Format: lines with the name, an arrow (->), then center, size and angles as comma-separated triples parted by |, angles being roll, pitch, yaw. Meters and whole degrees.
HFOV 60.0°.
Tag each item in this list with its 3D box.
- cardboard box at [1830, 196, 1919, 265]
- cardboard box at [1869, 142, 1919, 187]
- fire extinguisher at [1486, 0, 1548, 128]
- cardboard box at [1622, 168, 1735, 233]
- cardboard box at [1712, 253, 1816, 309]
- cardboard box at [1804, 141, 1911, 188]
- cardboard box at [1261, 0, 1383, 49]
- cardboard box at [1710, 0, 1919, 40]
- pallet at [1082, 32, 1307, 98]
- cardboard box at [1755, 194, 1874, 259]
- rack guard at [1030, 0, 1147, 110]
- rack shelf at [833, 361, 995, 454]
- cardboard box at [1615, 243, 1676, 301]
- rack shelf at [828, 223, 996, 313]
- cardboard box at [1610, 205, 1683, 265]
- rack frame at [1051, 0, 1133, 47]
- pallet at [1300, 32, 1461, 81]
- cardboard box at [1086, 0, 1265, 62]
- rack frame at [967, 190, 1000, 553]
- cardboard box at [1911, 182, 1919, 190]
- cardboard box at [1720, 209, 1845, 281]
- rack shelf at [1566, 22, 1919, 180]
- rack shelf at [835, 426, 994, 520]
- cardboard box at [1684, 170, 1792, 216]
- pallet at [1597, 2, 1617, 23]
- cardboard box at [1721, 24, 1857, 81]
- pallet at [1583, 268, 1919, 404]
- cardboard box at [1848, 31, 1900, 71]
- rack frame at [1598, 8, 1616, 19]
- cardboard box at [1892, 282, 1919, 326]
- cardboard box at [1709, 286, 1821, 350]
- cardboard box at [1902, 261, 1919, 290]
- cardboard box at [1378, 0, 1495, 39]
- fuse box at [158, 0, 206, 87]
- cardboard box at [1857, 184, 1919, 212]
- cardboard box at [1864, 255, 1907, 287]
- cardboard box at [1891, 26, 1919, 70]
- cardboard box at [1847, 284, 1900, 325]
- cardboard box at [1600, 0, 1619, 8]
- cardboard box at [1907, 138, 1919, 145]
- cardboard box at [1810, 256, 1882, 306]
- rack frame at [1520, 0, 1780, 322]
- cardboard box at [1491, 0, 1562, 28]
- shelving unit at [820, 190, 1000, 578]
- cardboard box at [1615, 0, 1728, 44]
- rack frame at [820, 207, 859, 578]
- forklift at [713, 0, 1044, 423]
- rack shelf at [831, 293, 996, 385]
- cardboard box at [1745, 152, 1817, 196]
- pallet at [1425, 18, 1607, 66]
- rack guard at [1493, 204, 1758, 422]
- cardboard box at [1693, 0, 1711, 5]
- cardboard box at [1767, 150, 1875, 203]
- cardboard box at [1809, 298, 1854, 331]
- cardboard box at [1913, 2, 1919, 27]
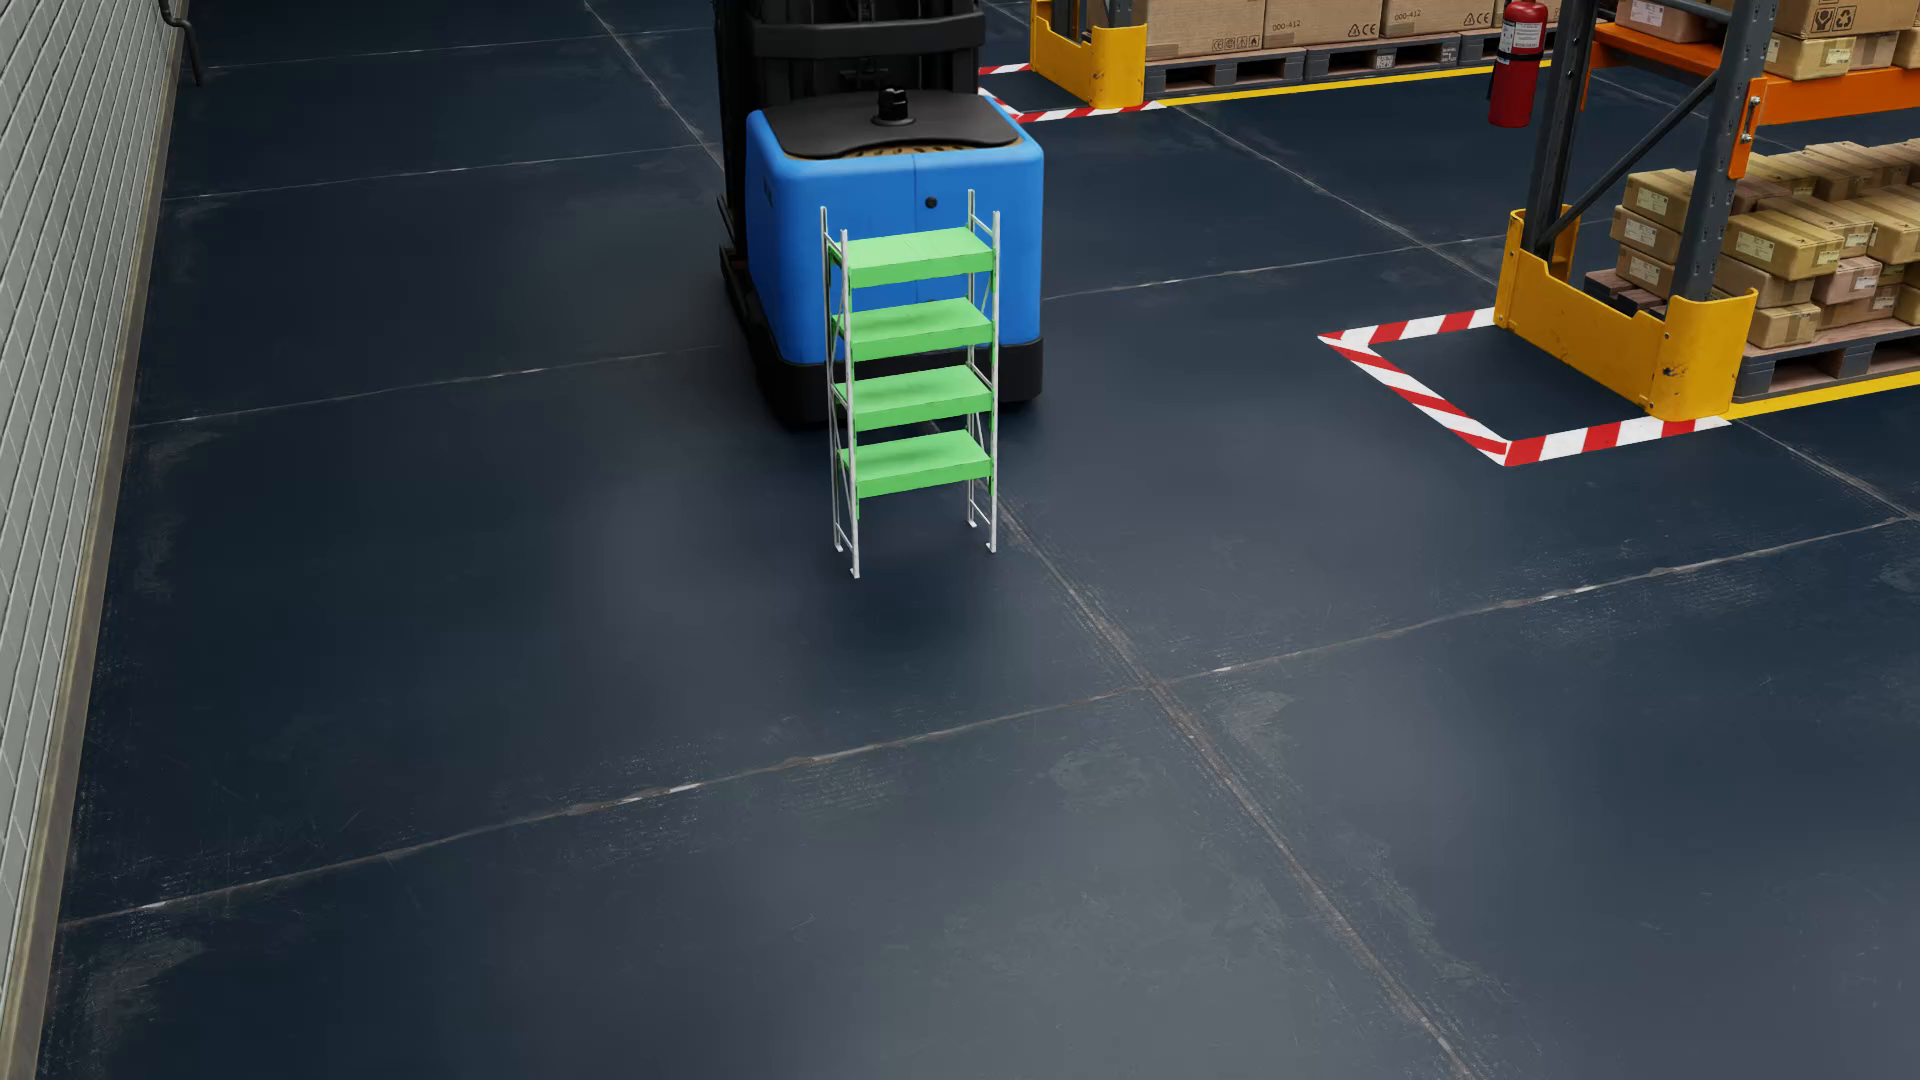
cardboard box -> 3.775, -1.268, 6.801 | 0.250, 0.149, 0.380 | -11, 31, -18
cardboard box -> 4.313, -1.659, 7.487 | 0.250, 0.149, 0.380 | -11, 32, -19
fire extinguisher -> 2.272, -2.021, 6.722 | 0.183, 0.674, 0.296 | -10, 31, -18
cardboard box -> 3.076, -1.457, 7.132 | 0.250, 0.149, 0.380 | -10, 31, -17
cardboard box -> 3.249, -1.090, 6.789 | 0.250, 0.149, 0.380 | -9, 31, -16
cardboard box -> 4.027, -1.665, 7.497 | 0.250, 0.149, 0.380 | -9, 31, -16
cardboard box -> 2.286, -3.716, 11.407 | 0.875, 0.438, 0.875 | -10, 31, -16
cardboard box -> 3.186, -2.168, 6.124 | 0.500, 0.500, 0.500 | -9, 31, -15
pallet -> 1.570, -3.288, 11.308 | 1.213, 0.211, 1.003 | -10, 31, -18
cardboard box -> 3.495, -1.284, 6.829 | 0.250, 0.149, 0.380 | -10, 31, -17
rack guard -> 0.825, -3.235, 10.923 | 0.348, 0.500, 1.175 | -10, 31, -18
rack shelf -> -0.155, -0.437, 5.434 | 0.480, 0.148, 0.258 | -10, 31, -18
cardboard box -> 3.089, -1.177, 7.242 | 0.250, 0.149, 0.380 | -10, 31, -17
rack shelf -> -0.155, -0.854, 5.197 | 0.480, 0.148, 0.258 | -10, 31, -18
cardboard box -> 3.064, -1.342, 7.231 | 0.250, 0.149, 0.380 | -11, 32, -19
rack frame -> 0.848, -4.325, 10.311 | 0.127, 3.000, 1.000 | -10, 31, -18
pallet -> 2.711, -3.496, 11.674 | 1.213, 0.211, 1.003 | -10, 31, -18
cardboard box -> 1.431, -3.555, 11.123 | 0.875, 0.438, 0.875 | -12, 32, -19
rack frame -> 0.074, -0.535, 5.477 | 0.015, 1.200, 0.240 | -10, 31, -18
cardboard box -> 4.242, -1.393, 7.020 | 0.250, 0.149, 0.380 | -9, 31, -16
cardboard box -> 3.278, -1.181, 6.647 | 0.250, 0.149, 0.380 | -12, 32, -20
rack shelf -> 4.543, -2.079, 7.095 | 4.000, 0.370, 1.077 | -10, 31, -18
rack shelf -> -0.155, -0.229, 5.553 | 0.480, 0.148, 0.258 | -10, 31, -18
cardboard box -> 3.332, -1.474, 7.162 | 0.250, 0.149, 0.380 | -10, 31, -17
pallet -> 5.294, -3.972, 12.509 | 1.213, 0.211, 1.003 | -10, 31, -18
cardboard box -> 3.086, -1.841, 6.204 | 0.250, 0.149, 0.380 | -11, 31, -18
pallet -> 3.514, -0.971, 7.242 | 1.213, 0.211, 1.003 | -10, 31, -18
cardboard box -> 3.311, -1.904, 6.315 | 0.250, 0.149, 0.380 | -9, 31, -16
rack frame -> 4.597, -5.016, 11.523 | 0.127, 3.000, 1.000 | -10, 31, -18
cardboard box -> 3.996, -1.054, 7.026 | 0.250, 0.149, 0.380 | -10, 31, -17
cardboard box -> 3.271, -0.932, 6.811 | 0.250, 0.149, 0.380 | -10, 31, -17
cardboard box -> 4.002, -1.189, 6.961 | 0.250, 0.149, 0.380 | -9, 31, -16
cardboard box -> 3.132, -3.871, 11.679 | 0.875, 0.438, 0.875 | -11, 32, -19
fuse box -> -5.025, -3.781, 10.658 | 0.414, 1.711, 0.539 | -10, 31, -18
cardboard box -> 3.979, -1.350, 6.944 | 0.250, 0.149, 0.380 | -12, 32, -20
cardboard box -> 3.724, -1.195, 6.972 | 0.250, 0.149, 0.380 | -10, 31, -17
cardboard box -> 3.581, -1.925, 6.353 | 0.250, 0.149, 0.380 | -11, 32, -19
cardboard box -> 3.718, -1.061, 7.038 | 0.250, 0.149, 0.380 | -10, 31, -17
cardboard box -> 5.150, -4.419, 12.198 | 0.875, 0.875, 0.875 | -9, 31, -16
cardboard box -> 4.549, -1.717, 7.589 | 0.250, 0.149, 0.380 | -10, 31, -17
cardboard box -> 3.525, -1.111, 6.826 | 0.250, 0.149, 0.380 | -11, 31, -18
rack frame -> 2.669, -2.046, 6.311 | 0.127, 3.000, 1.000 | -10, 31, -18
cardboard box -> 3.971, -4.026, 11.951 | 0.875, 0.438, 0.875 | -11, 31, -18
shelving unit -> -0.155, -0.493, 5.403 | 0.503, 1.200, 0.258 | -10, 31, -18
cardboard box -> 2.876, -2.124, 6.702 | 0.250, 0.149, 0.380 | -10, 31, -18
rack frame -> -0.384, -0.451, 5.329 | 0.015, 1.200, 0.240 | -10, 31, -18
forklift -> -0.519, -2.441, 7.073 | 1.130, 2.935, 3.031 | -7, 30, -12
rack shelf -> -0.155, -0.646, 5.316 | 0.480, 0.148, 0.258 | -10, 31, -18
cardboard box -> 3.530, -1.578, 7.343 | 0.250, 0.149, 0.380 | -11, 32, -19
pallet -> 3.857, -3.709, 12.047 | 1.213, 0.211, 1.003 | -10, 31, -18
rack guard -> 2.740, -0.973, 6.953 | 0.348, 0.500, 1.175 | -10, 31, -18
cardboard box -> 3.000, -2.416, 6.558 | 0.500, 0.500, 0.500 | -10, 31, -17
cardboard box -> 3.795, -1.593, 7.370 | 0.250, 0.149, 0.380 | -12, 32, -20
cardboard box -> 3.488, -1.015, 6.957 | 0.250, 0.149, 0.380 | -11, 31, -18
cardboard box -> 3.678, -2.272, 6.306 | 0.500, 0.500, 0.500 | -10, 31, -18
